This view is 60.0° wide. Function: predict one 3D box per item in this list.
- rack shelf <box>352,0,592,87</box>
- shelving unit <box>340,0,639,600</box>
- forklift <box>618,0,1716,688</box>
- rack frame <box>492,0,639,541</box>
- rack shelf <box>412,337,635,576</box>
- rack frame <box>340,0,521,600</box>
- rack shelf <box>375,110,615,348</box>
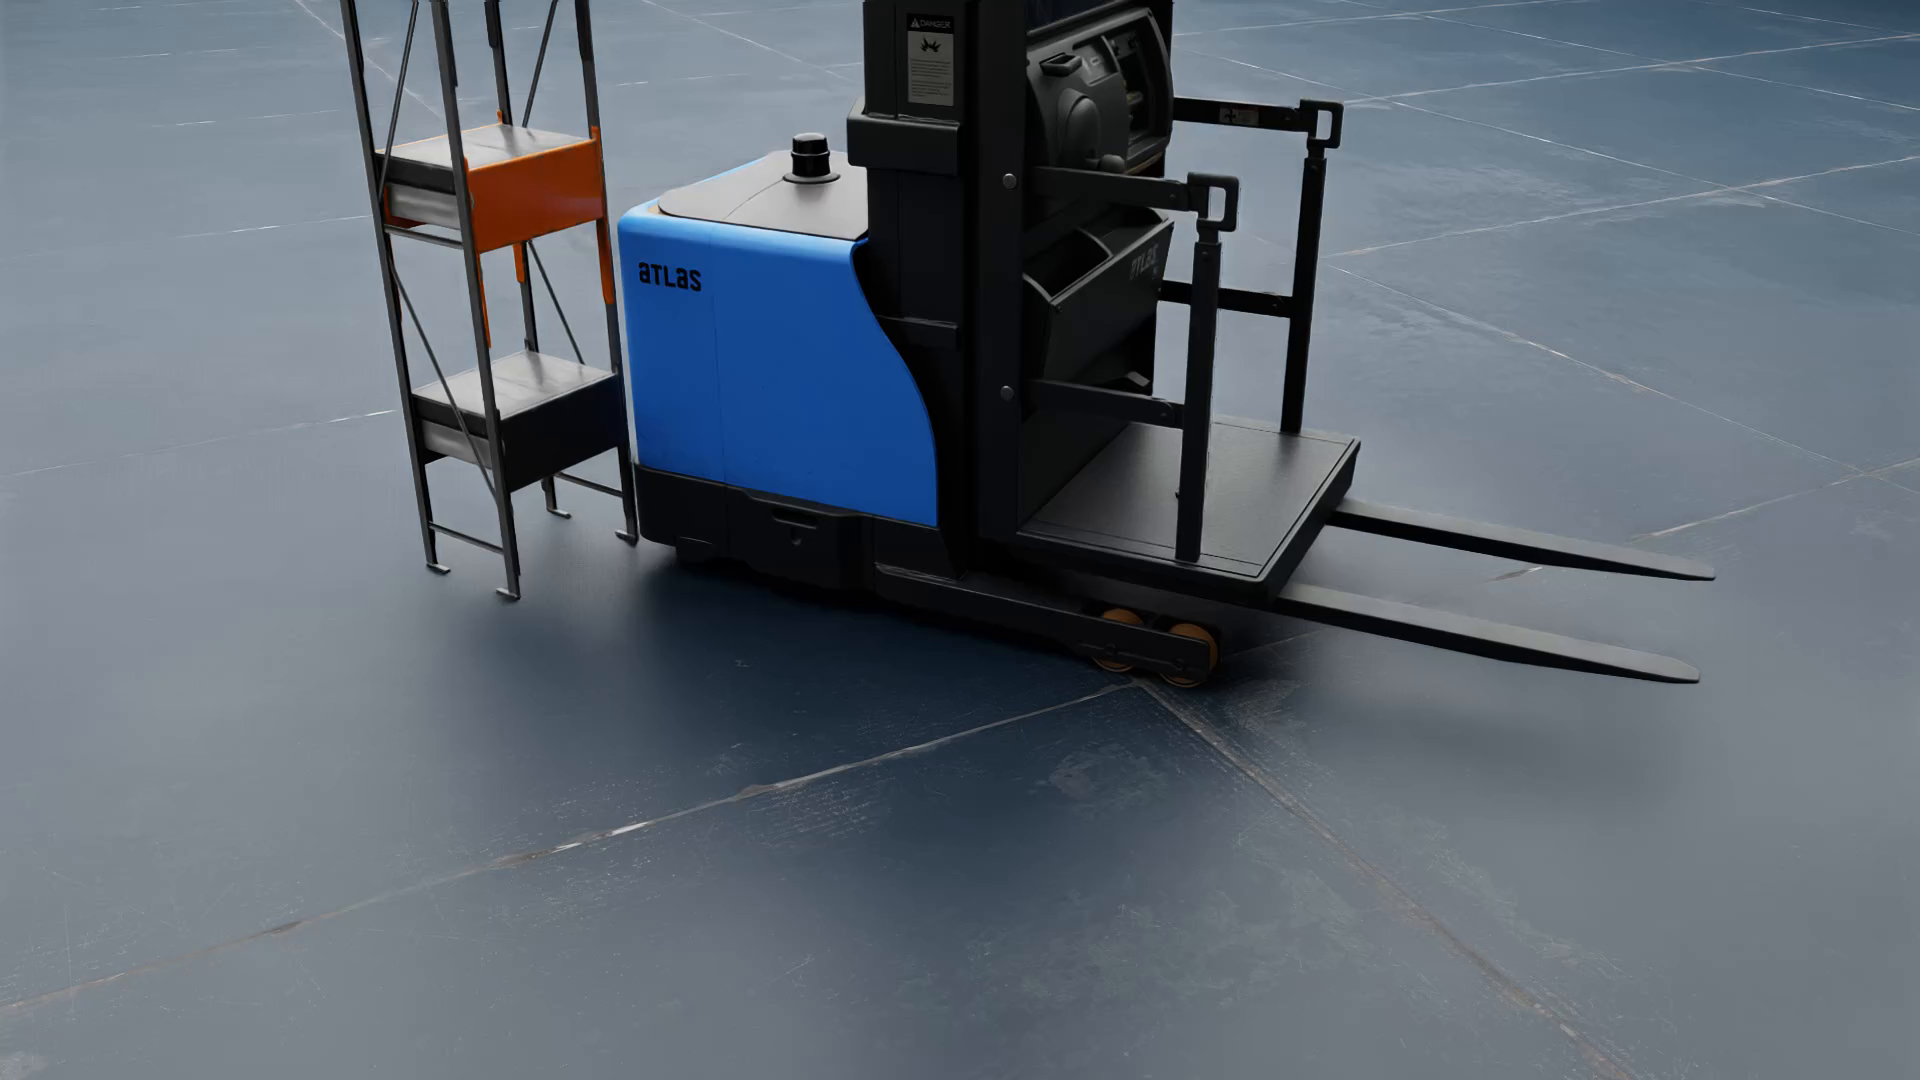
[{"bbox_3d":[-1.322,-1.526,4.417,0.431,0.518,0.480,17,30,31],"label":"rack shelf"},{"bbox_3d":[-1.322,-0.907,4.714,0.431,2.100,0.503,17,30,31],"label":"shelving unit"},{"bbox_3d":[0.565,-1.191,4.343,3.031,2.935,1.130,12,28,23],"label":"forklift"},{"bbox_3d":[-1.184,-0.995,4.896,0.400,2.100,0.015,17,30,31],"label":"rack frame"},{"bbox_3d":[-1.322,-0.264,5.023,0.431,0.518,0.480,17,30,31],"label":"rack shelf"},{"bbox_3d":[-1.460,-0.820,4.533,0.400,2.100,0.015,17,30,31],"label":"rack frame"},{"bbox_3d":[-1.322,-0.895,4.720,0.431,0.518,0.480,17,30,31],"label":"rack shelf"}]
